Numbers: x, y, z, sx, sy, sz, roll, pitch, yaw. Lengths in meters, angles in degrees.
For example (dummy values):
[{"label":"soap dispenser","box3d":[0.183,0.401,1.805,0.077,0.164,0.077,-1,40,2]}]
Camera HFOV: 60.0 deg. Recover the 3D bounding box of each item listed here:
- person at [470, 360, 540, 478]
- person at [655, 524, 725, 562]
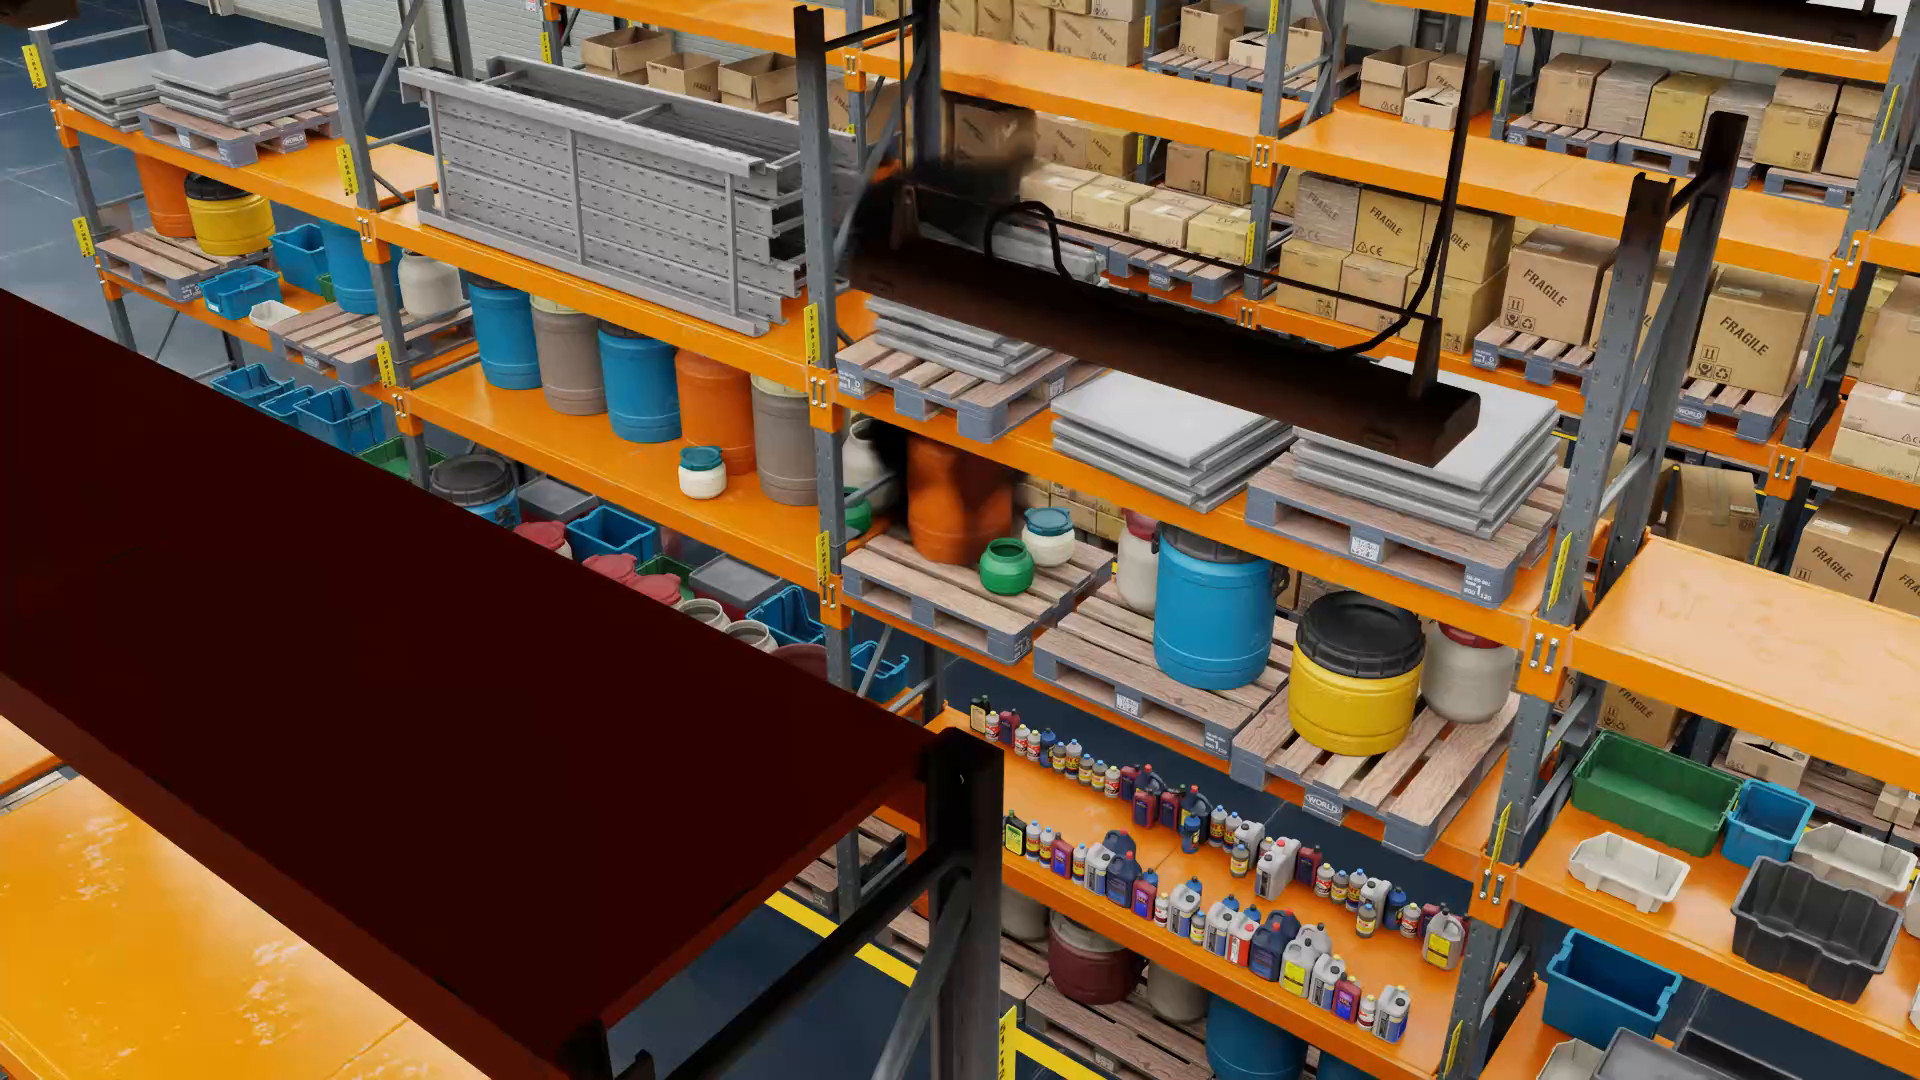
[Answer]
[{"label":"person","box3d":[-4.291,-1.080,15.421,0.654,1.737,0.710,8,32,13]},{"label":"person","box3d":[-2.357,-0.388,14.352,0.894,1.635,0.593,16,35,24]}]
